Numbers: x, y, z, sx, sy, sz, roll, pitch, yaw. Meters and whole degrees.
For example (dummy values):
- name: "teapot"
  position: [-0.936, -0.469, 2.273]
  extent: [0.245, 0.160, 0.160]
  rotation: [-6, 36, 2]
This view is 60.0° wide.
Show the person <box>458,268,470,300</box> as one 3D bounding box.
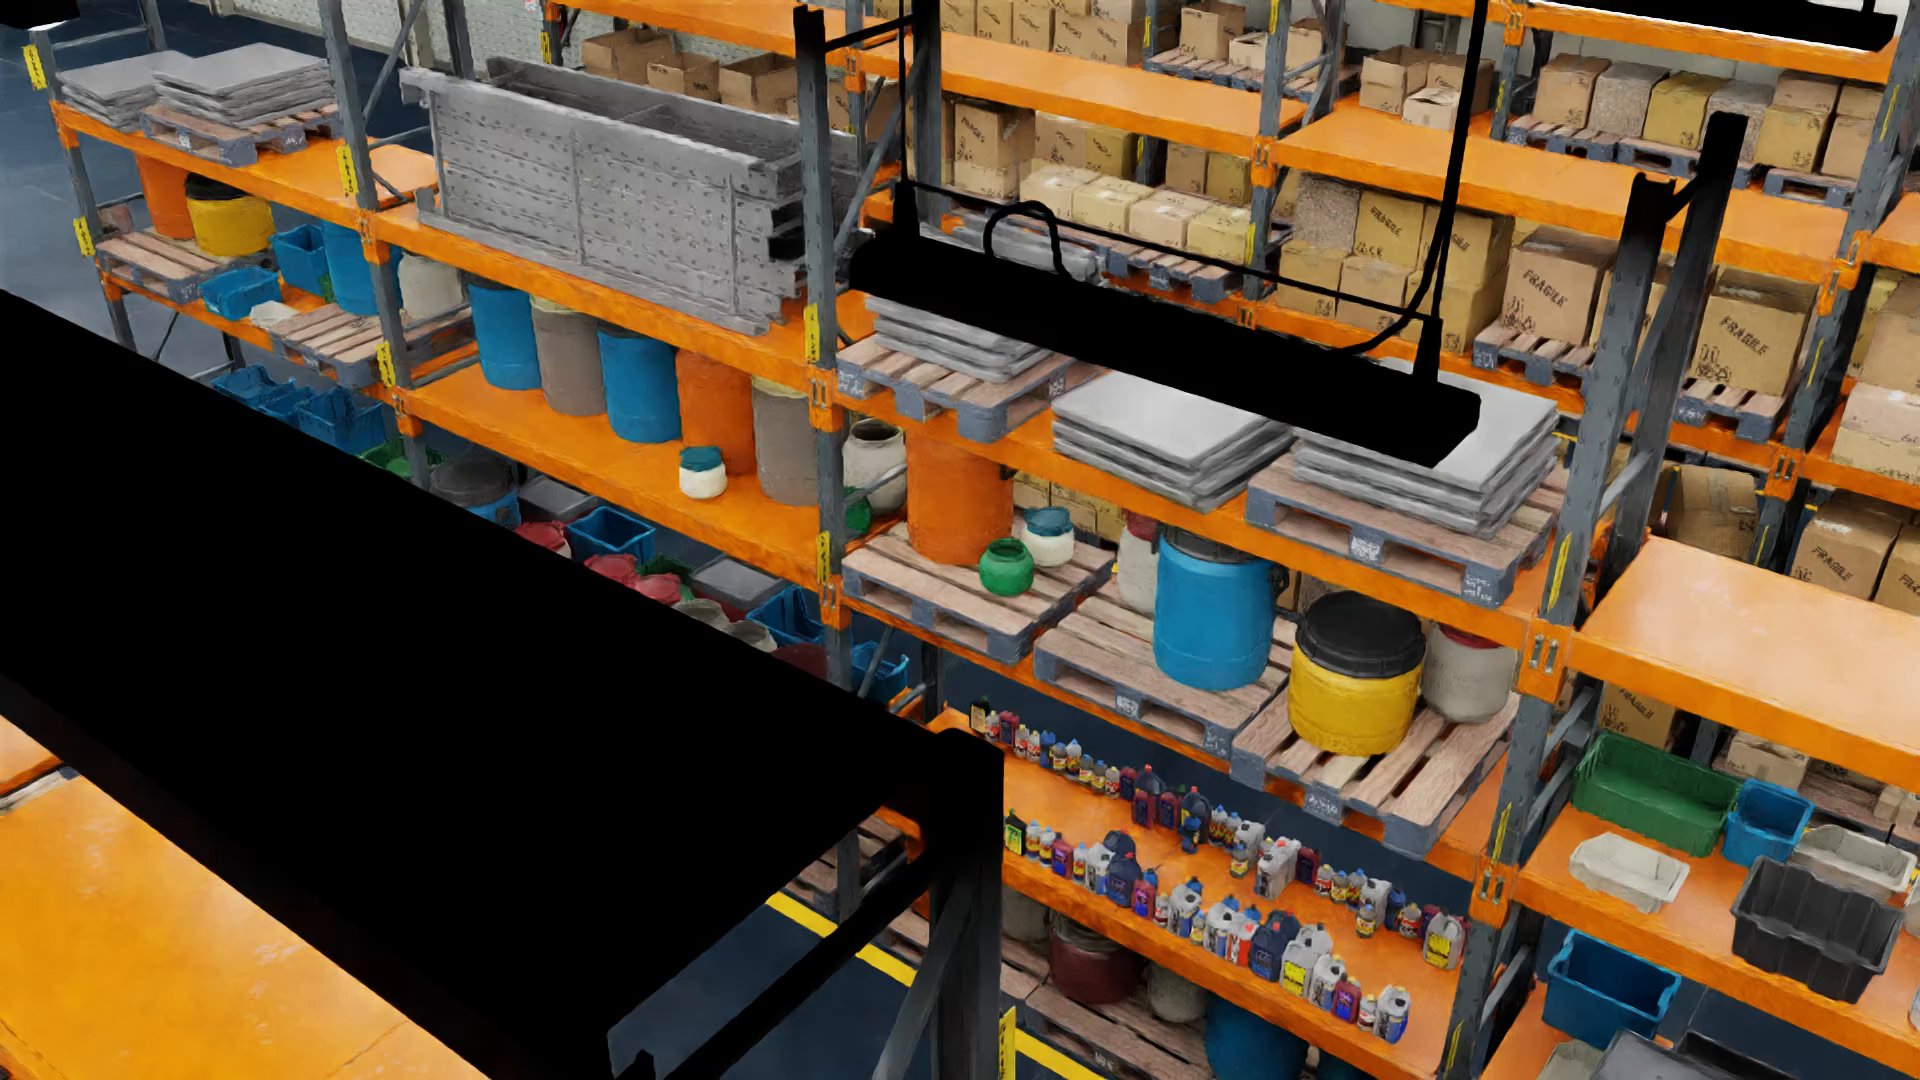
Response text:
- name: "person"
  position: [-5.661, -3.194, 18.972]
  extent: [0.559, 1.571, 0.341]
  rotation: [15, 35, 23]
